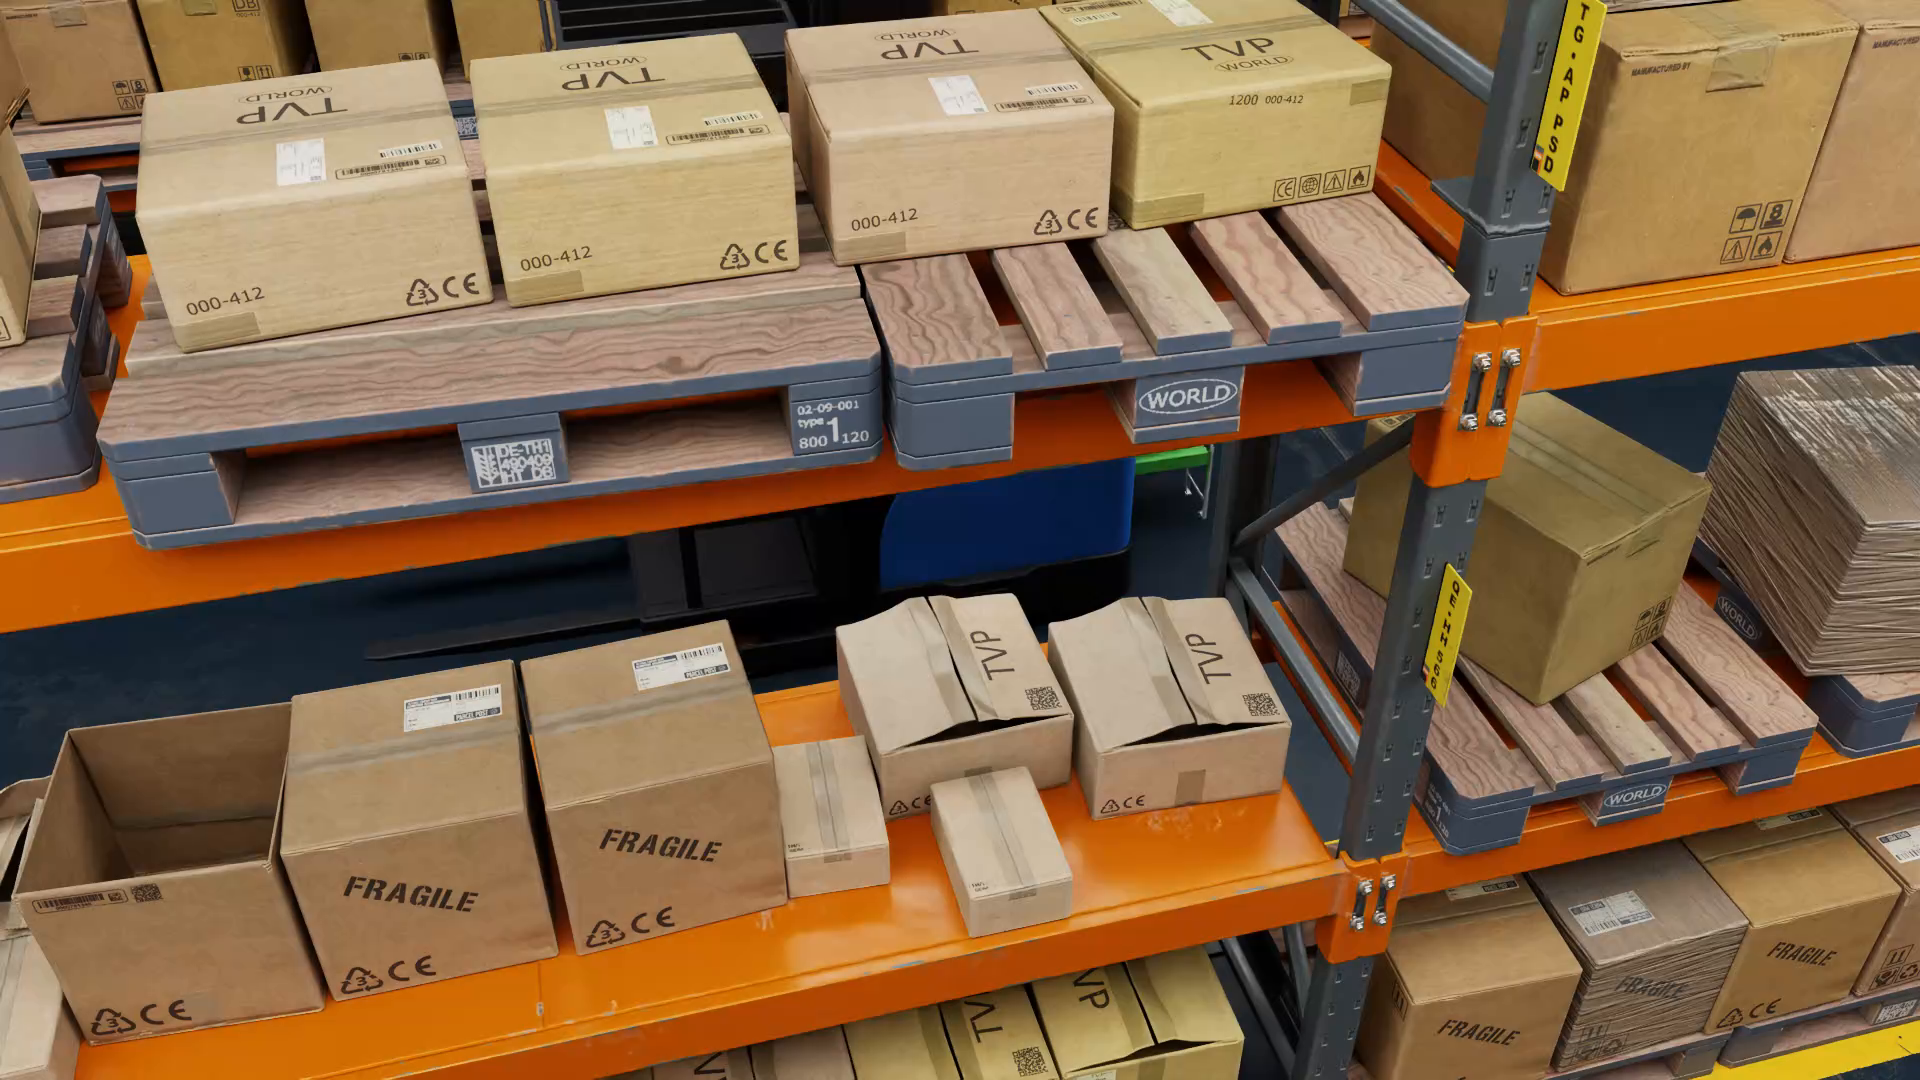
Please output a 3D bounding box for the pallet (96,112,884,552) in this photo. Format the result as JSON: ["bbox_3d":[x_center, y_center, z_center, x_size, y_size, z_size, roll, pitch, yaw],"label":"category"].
[{"bbox_3d":[-0.819,-0.436,3.038,1.213,0.211,1.003,-8,38,-10],"label":"pallet"}]

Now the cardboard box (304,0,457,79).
[{"bbox_3d":[-2.596,-2.412,7.490,0.500,0.500,0.700,-4,38,-6],"label":"cardboard box"}]

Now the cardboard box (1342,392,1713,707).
[{"bbox_3d":[1.470,-0.031,4.393,0.500,0.500,0.700,-23,43,-27],"label":"cardboard box"}]

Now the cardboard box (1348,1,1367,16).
[{"bbox_3d":[2.101,-2.981,8.334,0.500,0.500,0.500,-9,38,-12],"label":"cardboard box"}]

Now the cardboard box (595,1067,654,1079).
[{"bbox_3d":[-1.023,1.514,4.258,0.500,0.311,0.500,-8,38,-11],"label":"cardboard box"}]

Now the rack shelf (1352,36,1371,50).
[{"bbox_3d":[1.527,-2.594,8.765,4.000,0.370,1.077,-9,38,-12],"label":"rack shelf"}]

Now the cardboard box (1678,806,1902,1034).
[{"bbox_3d":[2.395,1.093,5.048,0.500,0.500,0.500,-10,38,-13],"label":"cardboard box"}]

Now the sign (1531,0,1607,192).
[{"bbox_3d":[1.028,-0.760,2.815,0.005,0.325,0.100,-9,38,-12],"label":"sign"}]

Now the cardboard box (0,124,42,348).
[{"bbox_3d":[-1.844,-0.504,2.749,0.500,0.250,0.500,-13,39,-16],"label":"cardboard box"}]

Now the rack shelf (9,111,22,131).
[{"bbox_3d":[-6.196,-1.327,7.108,4.000,0.370,1.077,-9,38,-12],"label":"rack shelf"}]

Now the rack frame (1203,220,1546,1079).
[{"bbox_3d":[0.891,0.342,4.335,0.127,3.000,1.000,-9,38,-12],"label":"rack frame"}]

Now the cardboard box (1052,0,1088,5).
[{"bbox_3d":[0.640,-2.734,8.011,0.500,0.500,0.500,-8,38,-10],"label":"cardboard box"}]

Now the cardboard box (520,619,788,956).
[{"bbox_3d":[-0.724,0.577,3.944,0.500,0.500,0.500,-11,39,-14],"label":"cardboard box"}]

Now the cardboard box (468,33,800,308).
[{"bbox_3d":[-0.589,-0.674,2.972,0.500,0.250,0.500,-10,39,-13],"label":"cardboard box"}]

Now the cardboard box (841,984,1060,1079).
[{"bbox_3d":[-0.050,1.358,4.462,0.500,0.311,0.500,-10,39,-13],"label":"cardboard box"}]

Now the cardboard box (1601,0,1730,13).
[{"bbox_3d":[1.314,-1.352,3.175,0.500,0.500,0.500,-9,38,-12],"label":"cardboard box"}]

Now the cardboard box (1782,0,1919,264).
[{"bbox_3d":[1.796,-1.059,3.615,0.500,0.500,0.910,-9,38,-12],"label":"cardboard box"}]

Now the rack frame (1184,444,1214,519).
[{"bbox_3d":[1.056,-0.641,7.100,0.015,1.200,0.240,-9,38,-11],"label":"rack frame"}]

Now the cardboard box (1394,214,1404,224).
[{"bbox_3d":[2.007,-2.188,9.065,0.750,0.750,0.750,-8,38,-11],"label":"cardboard box"}]

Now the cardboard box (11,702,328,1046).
[{"bbox_3d":[-1.716,0.740,3.731,0.500,0.500,0.500,-7,38,-9],"label":"cardboard box"}]

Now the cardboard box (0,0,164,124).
[{"bbox_3d":[-3.765,-2.205,7.219,0.500,0.500,0.700,-9,38,-12],"label":"cardboard box"}]

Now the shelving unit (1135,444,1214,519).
[{"bbox_3d":[0.819,-0.604,7.052,0.503,1.200,0.258,-9,38,-11],"label":"shelving unit"}]

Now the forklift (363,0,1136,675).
[{"bbox_3d":[-0.872,-0.959,6.091,3.031,2.935,1.130,-9,38,-11],"label":"forklift"}]

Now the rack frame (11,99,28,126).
[{"bbox_3d":[-4.266,-1.930,7.304,0.127,3.000,1.000,-9,38,-12],"label":"rack frame"}]

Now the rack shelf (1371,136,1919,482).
[{"bbox_3d":[2.822,-0.881,4.056,4.000,0.370,1.077,-9,38,-12],"label":"rack shelf"}]

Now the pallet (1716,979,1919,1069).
[{"bbox_3d":[2.797,1.162,5.557,1.213,0.211,1.003,-9,38,-12],"label":"pallet"}]

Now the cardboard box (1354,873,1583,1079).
[{"bbox_3d":[1.405,1.255,4.835,0.500,0.500,0.500,-8,38,-10],"label":"cardboard box"}]

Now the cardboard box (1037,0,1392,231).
[{"bbox_3d":[0.468,-0.852,3.204,0.500,0.250,0.500,-12,39,-15],"label":"cardboard box"}]

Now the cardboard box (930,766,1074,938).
[{"bbox_3d":[0.095,0.746,4.013,0.250,0.149,0.380,-9,38,-12],"label":"cardboard box"}]

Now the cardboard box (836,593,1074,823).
[{"bbox_3d":[-0.023,0.405,4.325,0.500,0.311,0.500,-10,38,-12],"label":"cardboard box"}]

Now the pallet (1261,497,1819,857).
[{"bbox_3d":[1.527,0.269,4.587,1.003,0.211,1.213,-9,38,-12],"label":"pallet"}]

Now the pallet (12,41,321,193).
[{"bbox_3d":[-3.490,-1.889,7.409,1.213,0.211,1.003,-9,38,-12],"label":"pallet"}]
